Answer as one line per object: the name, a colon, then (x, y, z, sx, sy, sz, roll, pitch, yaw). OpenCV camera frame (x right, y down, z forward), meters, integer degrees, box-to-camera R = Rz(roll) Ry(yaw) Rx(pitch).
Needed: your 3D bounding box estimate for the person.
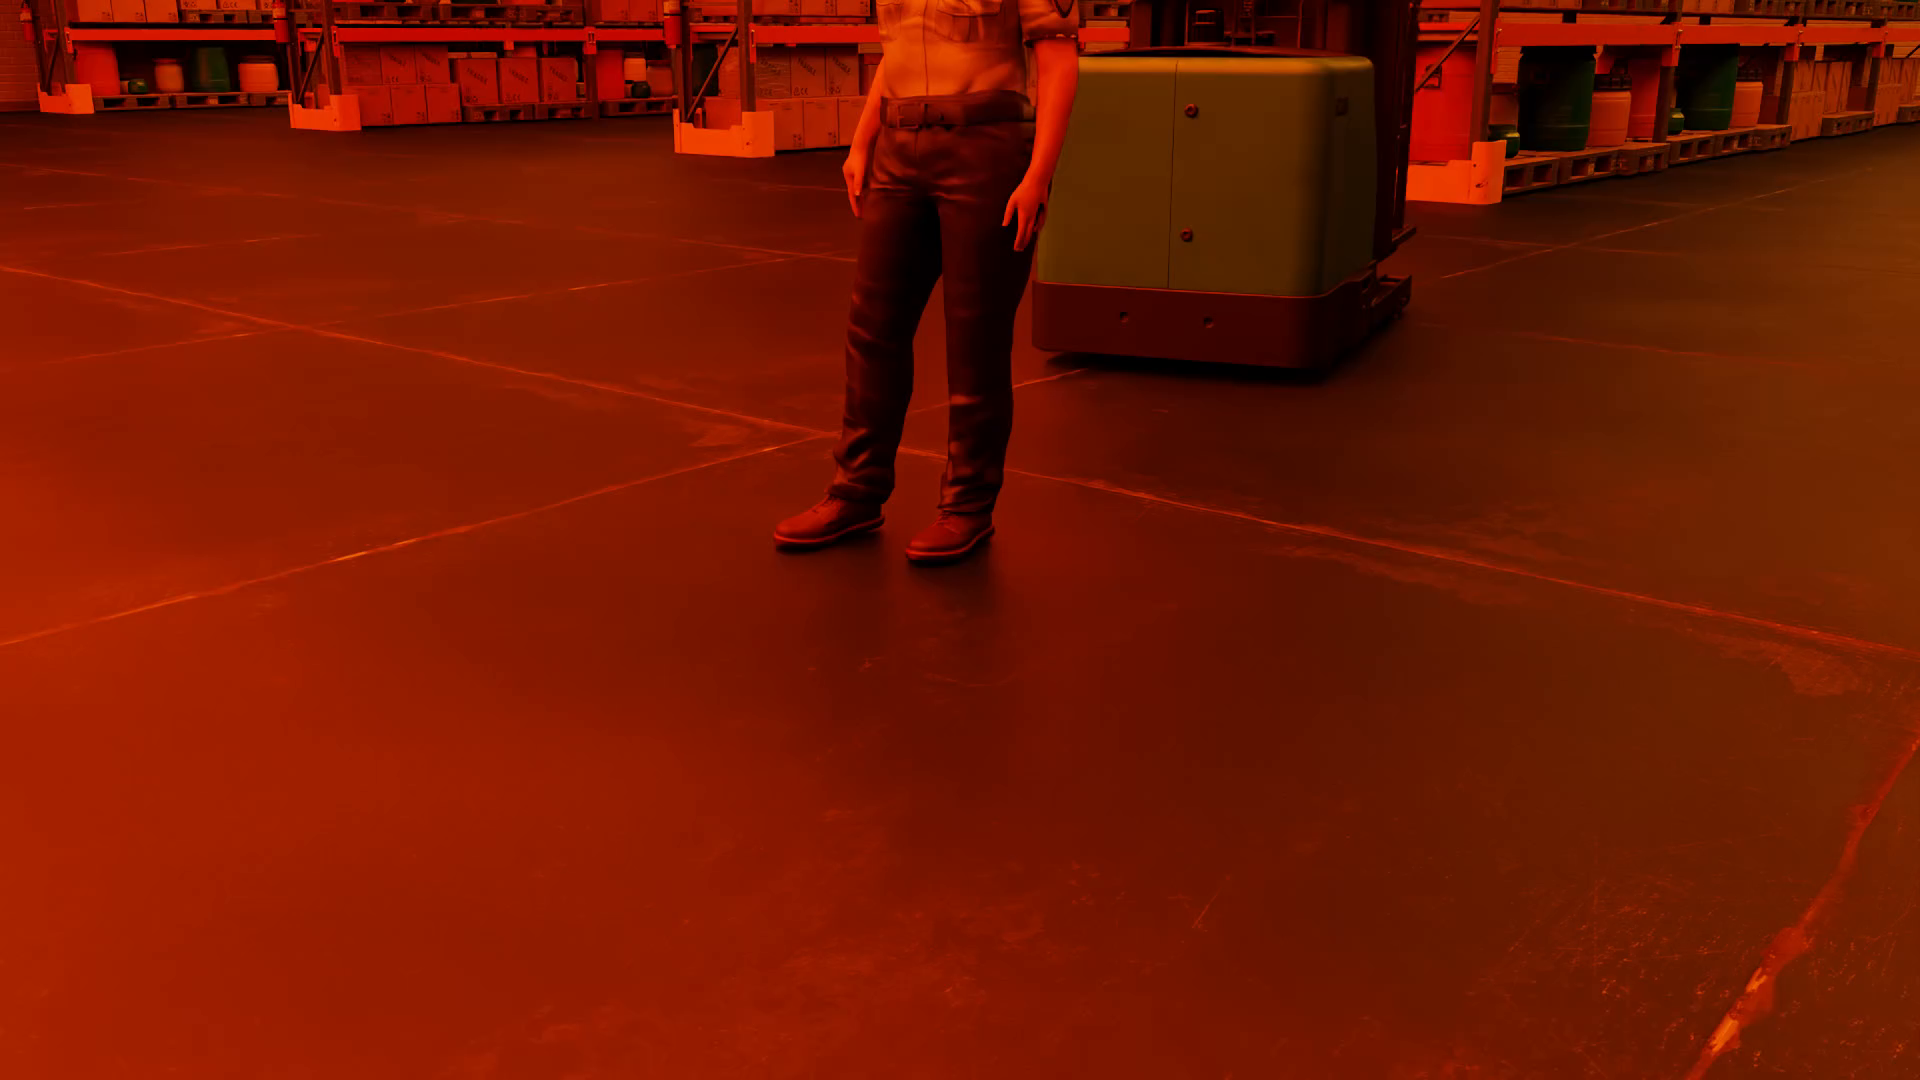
person: (-0.074, -0.775, 3.650, 0.598, 1.640, 0.503, 13, 21, 37)

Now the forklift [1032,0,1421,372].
forklift: (1.302, -2.365, 6.687, 1.130, 2.935, 3.031, 7, 18, 22)
